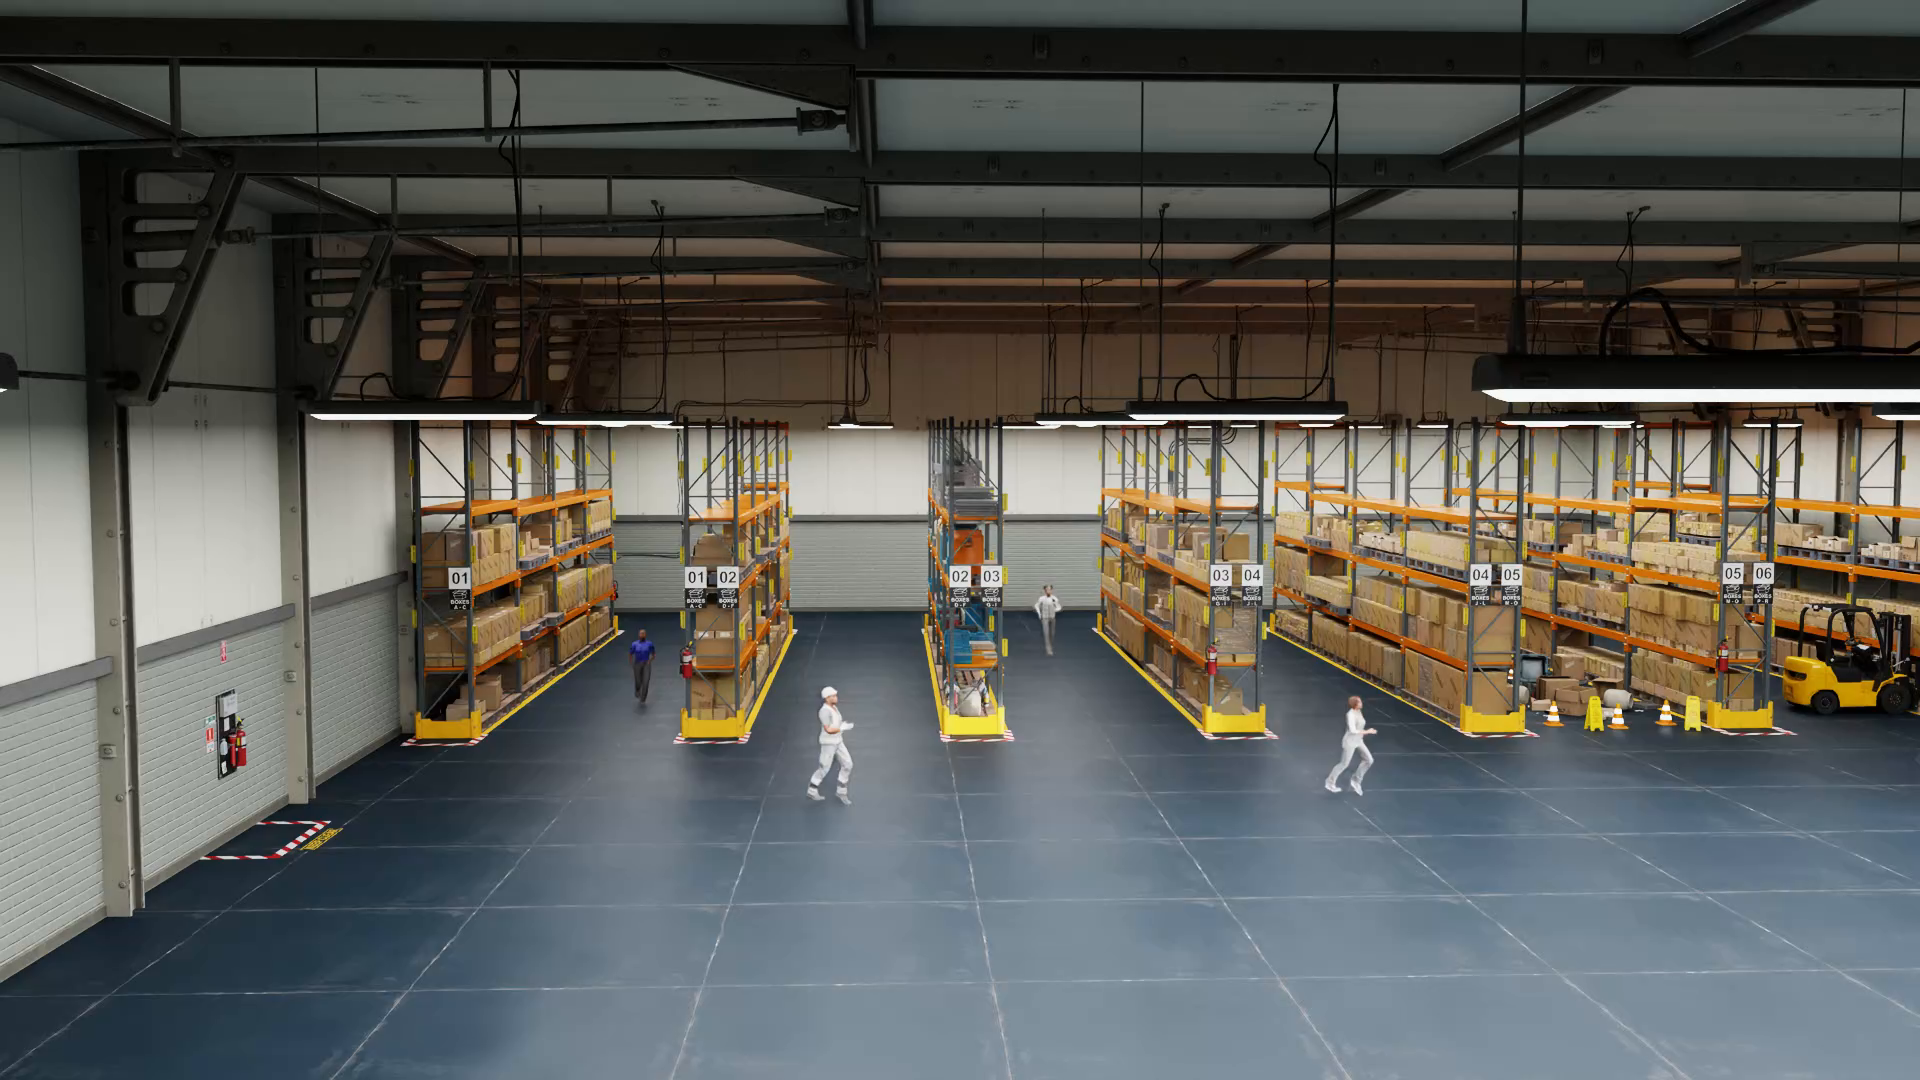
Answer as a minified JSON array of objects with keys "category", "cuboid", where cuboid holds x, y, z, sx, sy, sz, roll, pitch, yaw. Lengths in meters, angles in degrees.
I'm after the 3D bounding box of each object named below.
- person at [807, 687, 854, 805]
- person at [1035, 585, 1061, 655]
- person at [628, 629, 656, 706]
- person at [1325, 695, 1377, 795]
[{"category":"person","cuboid":[-1.970,3.164,25.481,0.774,1.845,0.643,1,4,19]},{"category":"person","cuboid":[2.171,1.933,40.731,0.624,1.696,0.808,-1,4,-8]},{"category":"person","cuboid":[-6.627,2.663,34.711,0.574,1.592,0.561,-1,4,-13]},{"category":"person","cuboid":[6.168,3.213,26.110,0.808,1.582,0.548,3,5,35]}]
